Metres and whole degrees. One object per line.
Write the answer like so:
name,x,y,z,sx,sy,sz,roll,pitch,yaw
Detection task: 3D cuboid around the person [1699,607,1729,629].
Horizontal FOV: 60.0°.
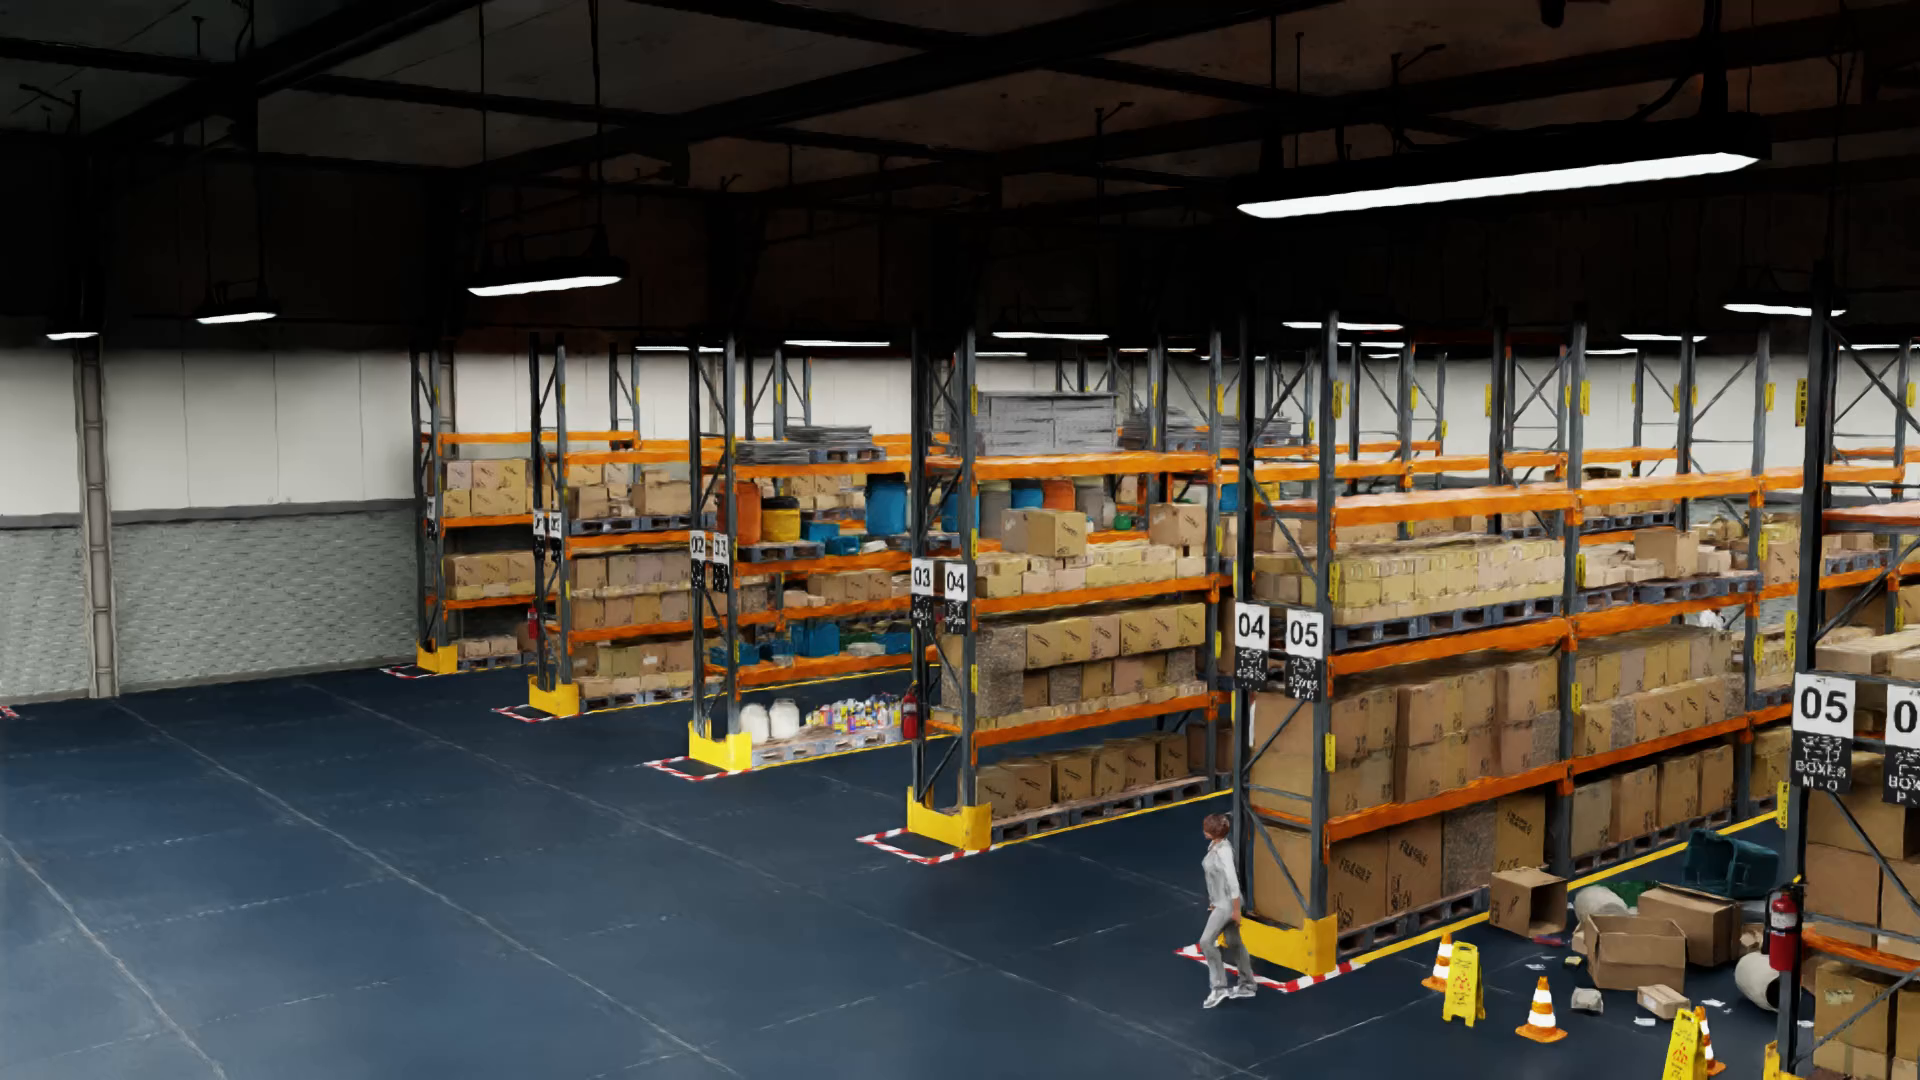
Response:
person,12.274,1.765,27.136,0.609,1.761,0.416,-3,6,-29

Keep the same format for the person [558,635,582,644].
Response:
person,-6.670,1.684,28.479,0.415,1.676,0.499,2,6,18

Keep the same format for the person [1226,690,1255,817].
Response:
person,3.500,2.457,20.069,1.121,1.691,0.577,-4,7,-37

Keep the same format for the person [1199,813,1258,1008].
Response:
person,2.261,3.089,13.974,0.496,1.612,0.444,1,5,6
